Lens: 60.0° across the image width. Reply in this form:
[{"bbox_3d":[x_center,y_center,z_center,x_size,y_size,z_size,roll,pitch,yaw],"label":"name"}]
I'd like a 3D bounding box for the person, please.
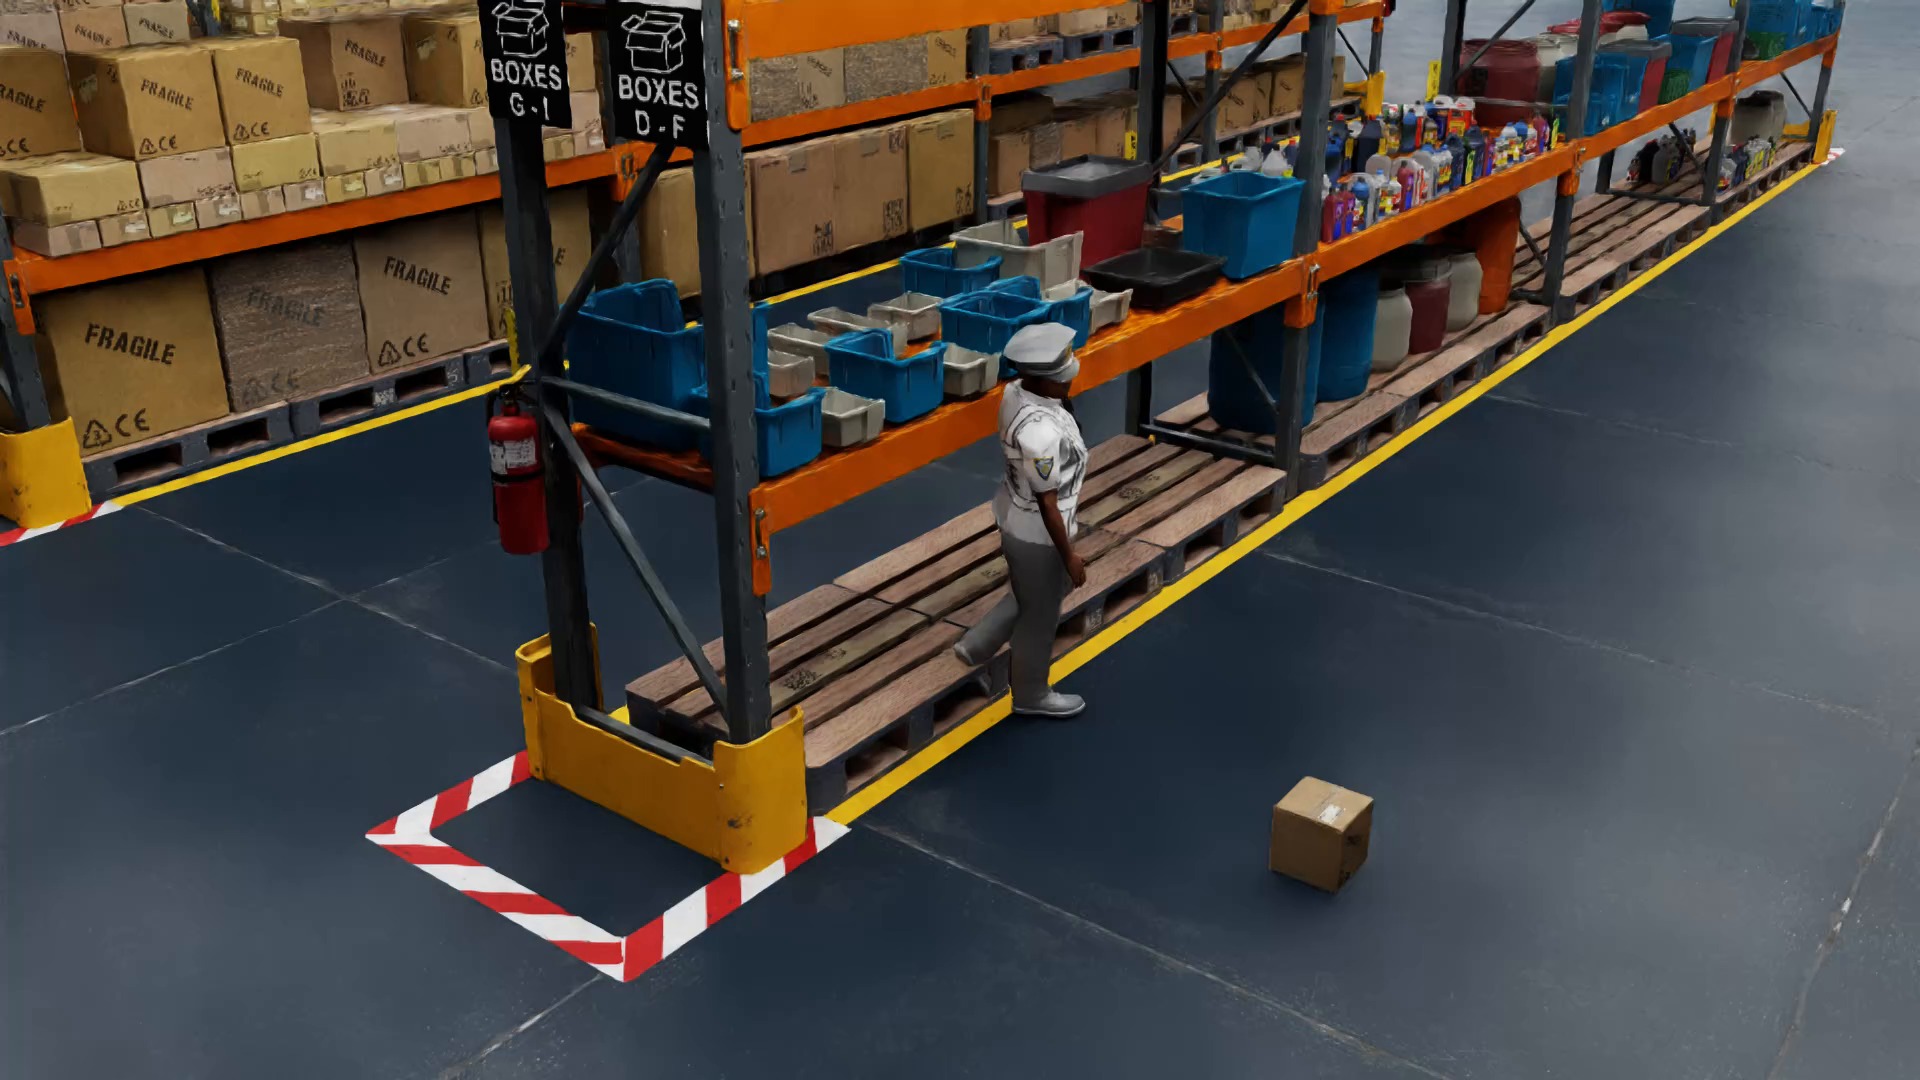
[{"bbox_3d":[0.252,-0.016,6.234,0.525,1.615,0.530,-3,24,-7],"label":"person"}]
